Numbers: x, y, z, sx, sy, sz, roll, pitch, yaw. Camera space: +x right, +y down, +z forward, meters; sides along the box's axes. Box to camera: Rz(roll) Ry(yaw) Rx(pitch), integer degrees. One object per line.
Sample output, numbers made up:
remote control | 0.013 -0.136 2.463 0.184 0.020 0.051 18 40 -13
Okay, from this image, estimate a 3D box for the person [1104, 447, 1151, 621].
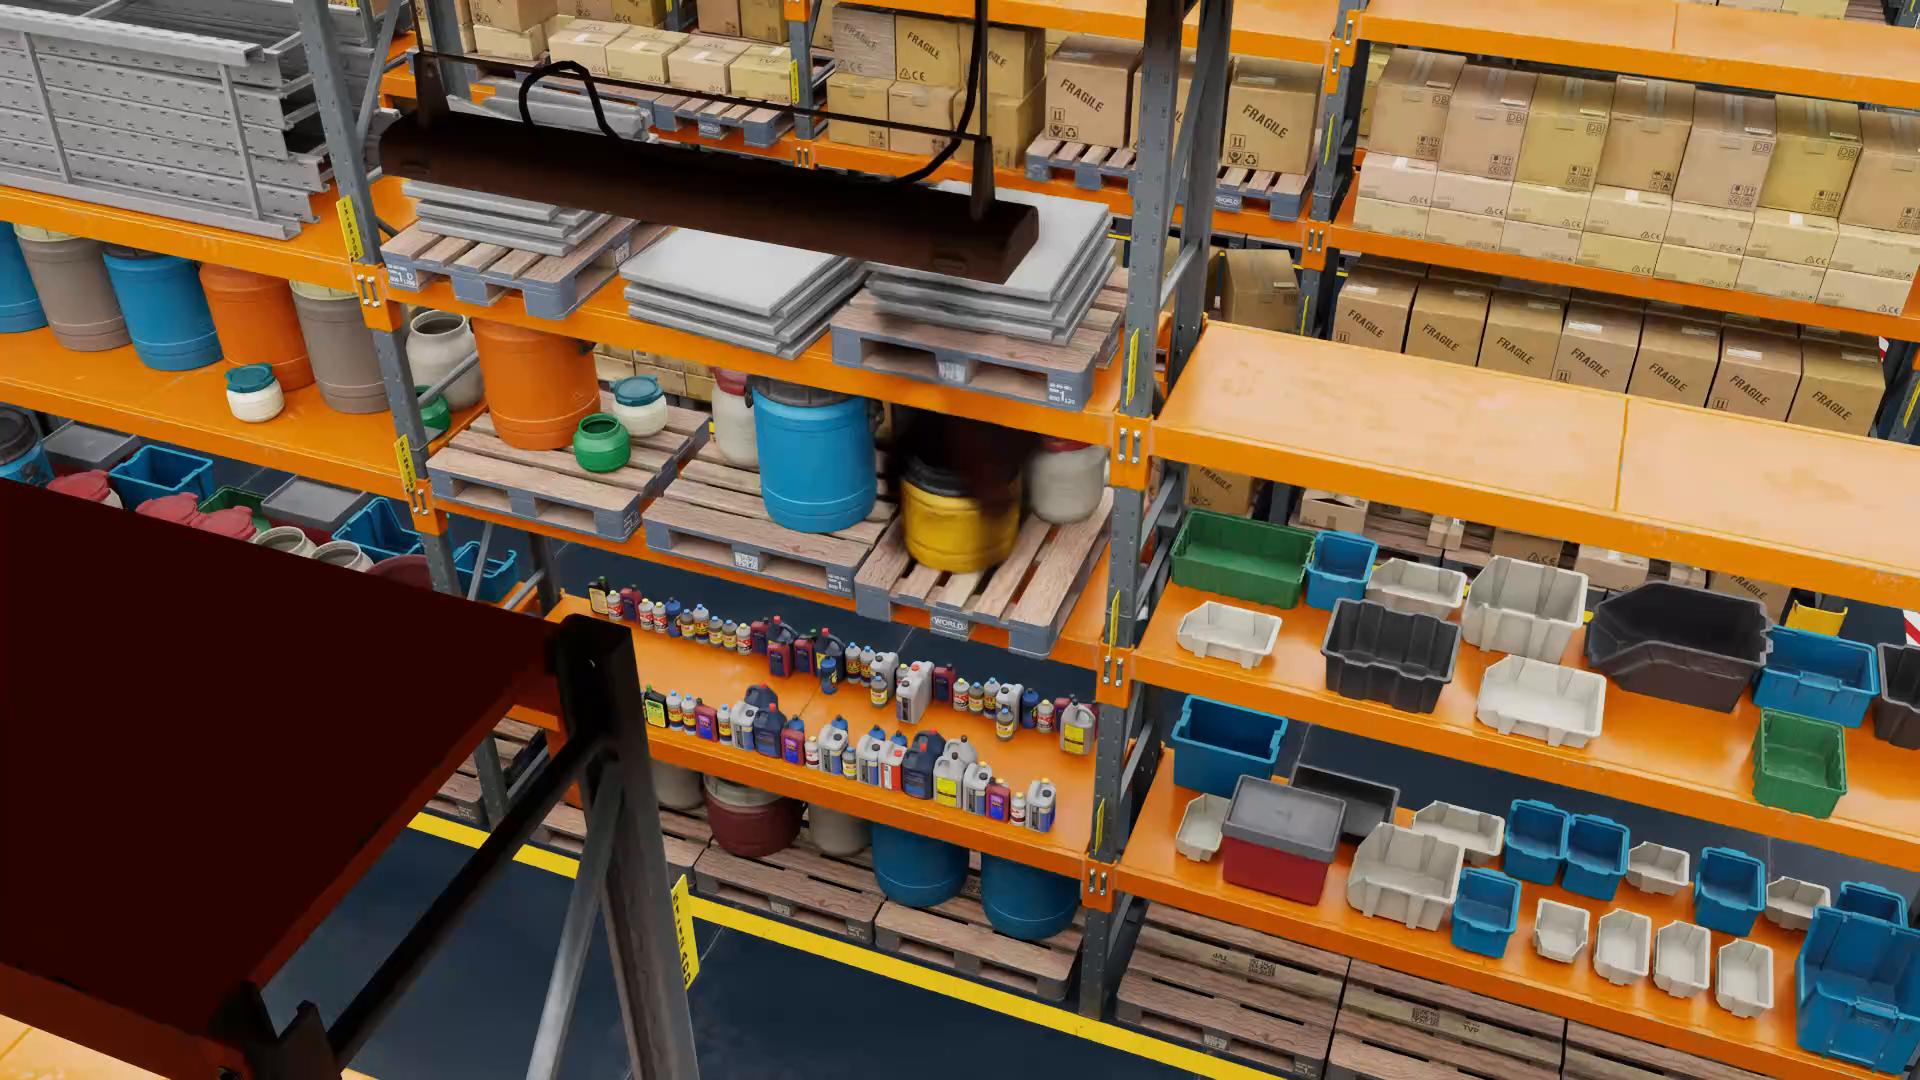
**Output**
person | 1.088 -0.101 11.596 0.849 1.700 0.551 9 37 11
